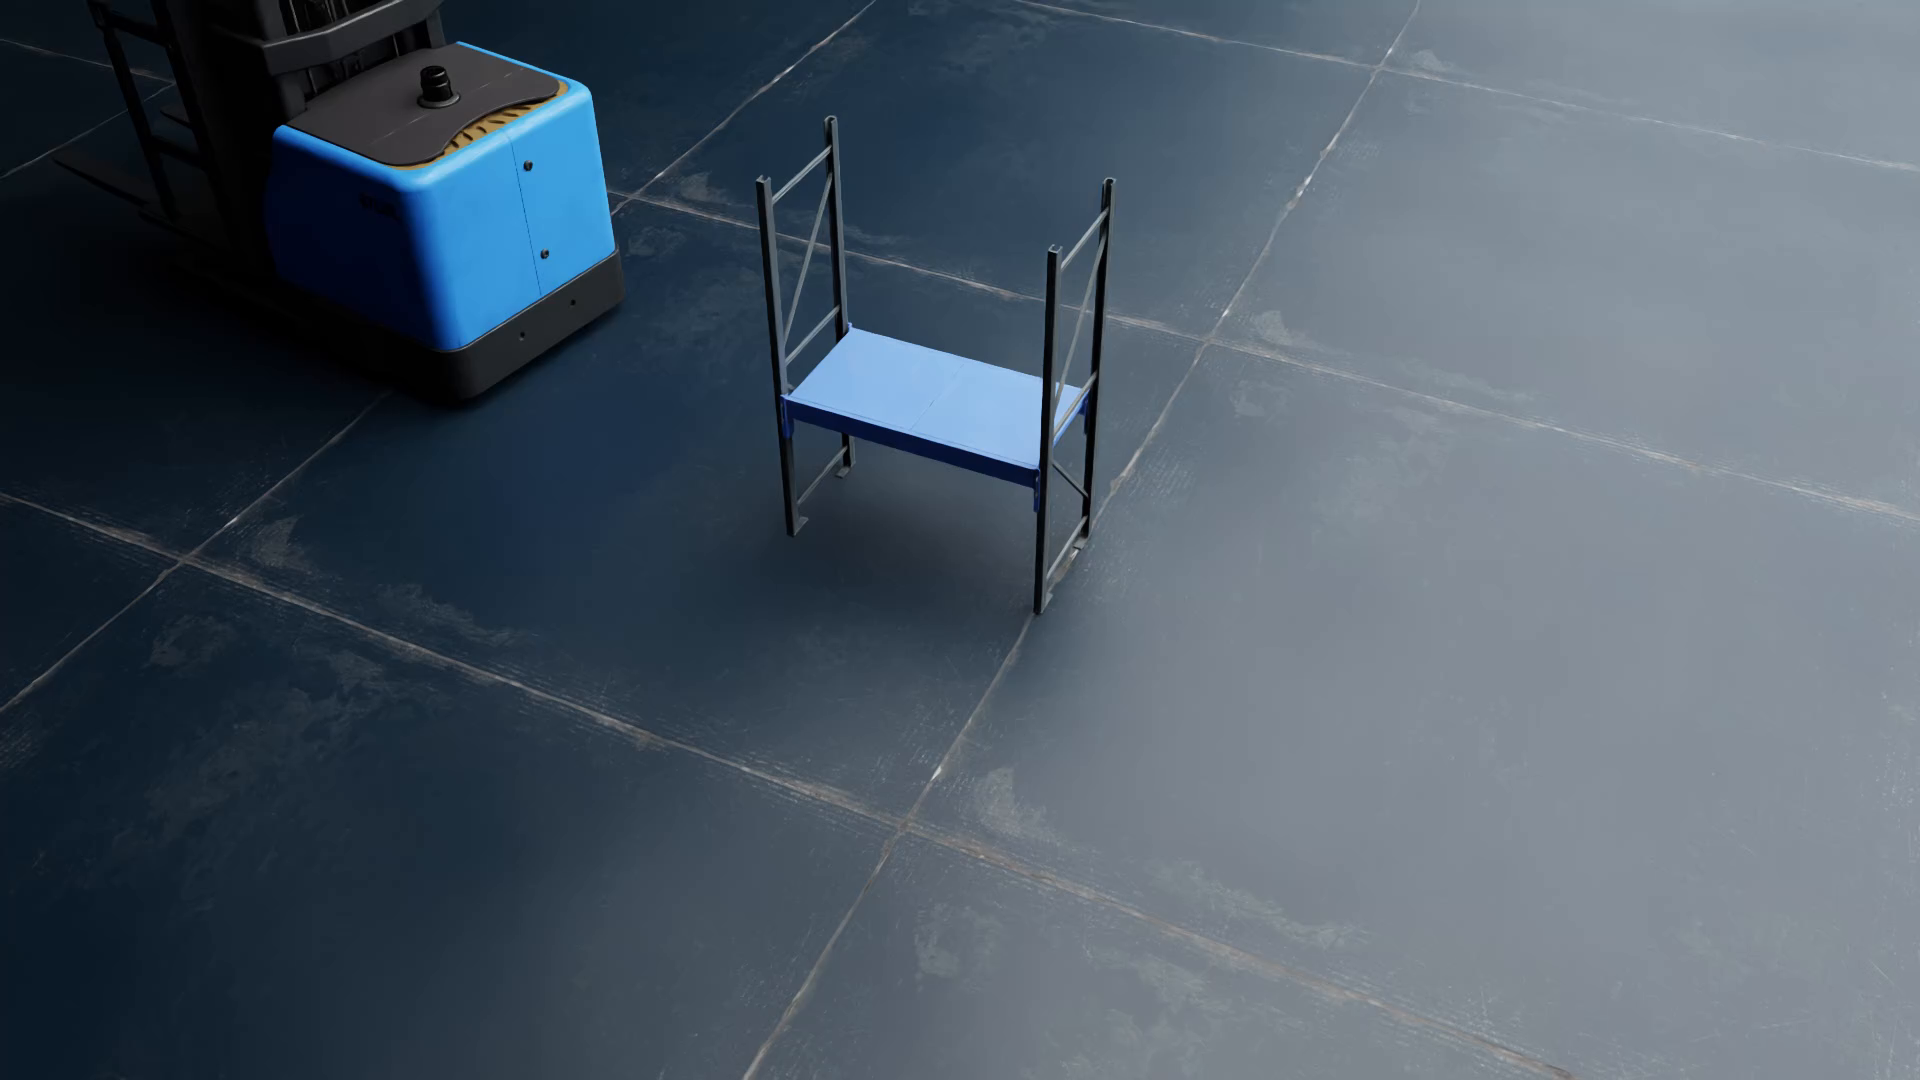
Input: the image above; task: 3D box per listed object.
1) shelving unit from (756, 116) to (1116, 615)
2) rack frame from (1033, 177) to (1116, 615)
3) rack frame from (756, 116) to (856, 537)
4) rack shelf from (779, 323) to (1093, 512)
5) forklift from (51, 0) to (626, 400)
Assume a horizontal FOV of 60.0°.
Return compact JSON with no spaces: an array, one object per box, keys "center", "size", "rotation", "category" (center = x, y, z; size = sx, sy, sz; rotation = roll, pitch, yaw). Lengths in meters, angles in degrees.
[{"center":[-0.077,-0.590,5.835],"size":[1.048,1.500,0.538],"rotation":[17,44,19],"category":"shelving unit"},{"center":[0.383,-0.450,5.673],"size":[0.032,1.500,0.500],"rotation":[17,44,19],"category":"rack frame"},{"center":[-0.538,-0.731,5.998],"size":[0.032,1.500,0.500],"rotation":[17,44,19],"category":"rack frame"},{"center":[-0.077,-0.454,5.953],"size":[1.000,0.185,0.538],"rotation":[17,44,19],"category":"rack shelf"},{"center":[-3.005,-2.442,6.879],"size":[3.031,2.935,1.130],"rotation":[24,46,25],"category":"forklift"}]
